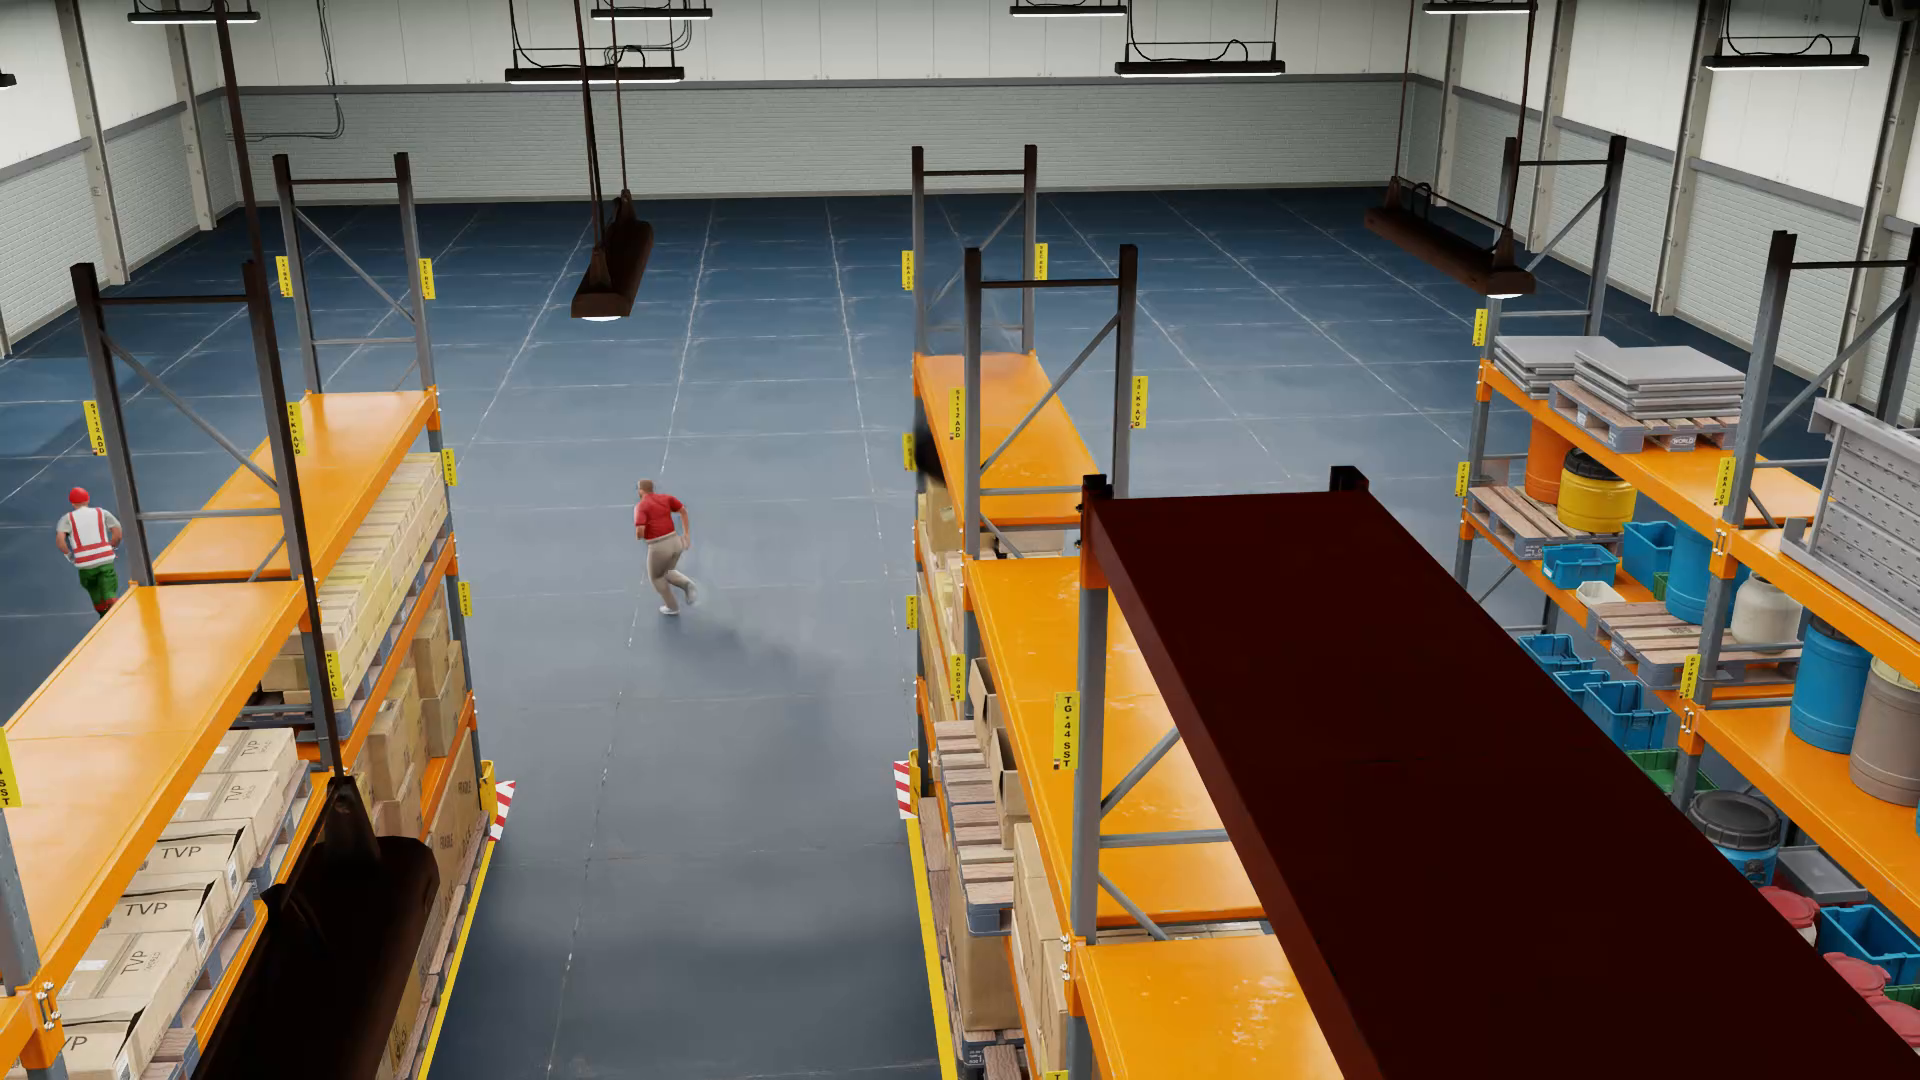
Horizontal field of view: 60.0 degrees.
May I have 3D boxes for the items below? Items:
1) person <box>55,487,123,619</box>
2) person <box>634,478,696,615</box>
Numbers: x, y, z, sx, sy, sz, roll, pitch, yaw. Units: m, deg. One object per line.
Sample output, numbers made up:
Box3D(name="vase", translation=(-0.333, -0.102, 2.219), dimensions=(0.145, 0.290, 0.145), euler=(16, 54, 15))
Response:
Box3D(name="person", translation=(-9.624, 0.323, 18.559), dimensions=(0.677, 1.730, 1.021), euler=(-18, 28, -38))
Box3D(name="person", translation=(-3.401, 0.114, 19.172), dimensions=(0.765, 1.664, 0.657), euler=(13, 25, 30))
